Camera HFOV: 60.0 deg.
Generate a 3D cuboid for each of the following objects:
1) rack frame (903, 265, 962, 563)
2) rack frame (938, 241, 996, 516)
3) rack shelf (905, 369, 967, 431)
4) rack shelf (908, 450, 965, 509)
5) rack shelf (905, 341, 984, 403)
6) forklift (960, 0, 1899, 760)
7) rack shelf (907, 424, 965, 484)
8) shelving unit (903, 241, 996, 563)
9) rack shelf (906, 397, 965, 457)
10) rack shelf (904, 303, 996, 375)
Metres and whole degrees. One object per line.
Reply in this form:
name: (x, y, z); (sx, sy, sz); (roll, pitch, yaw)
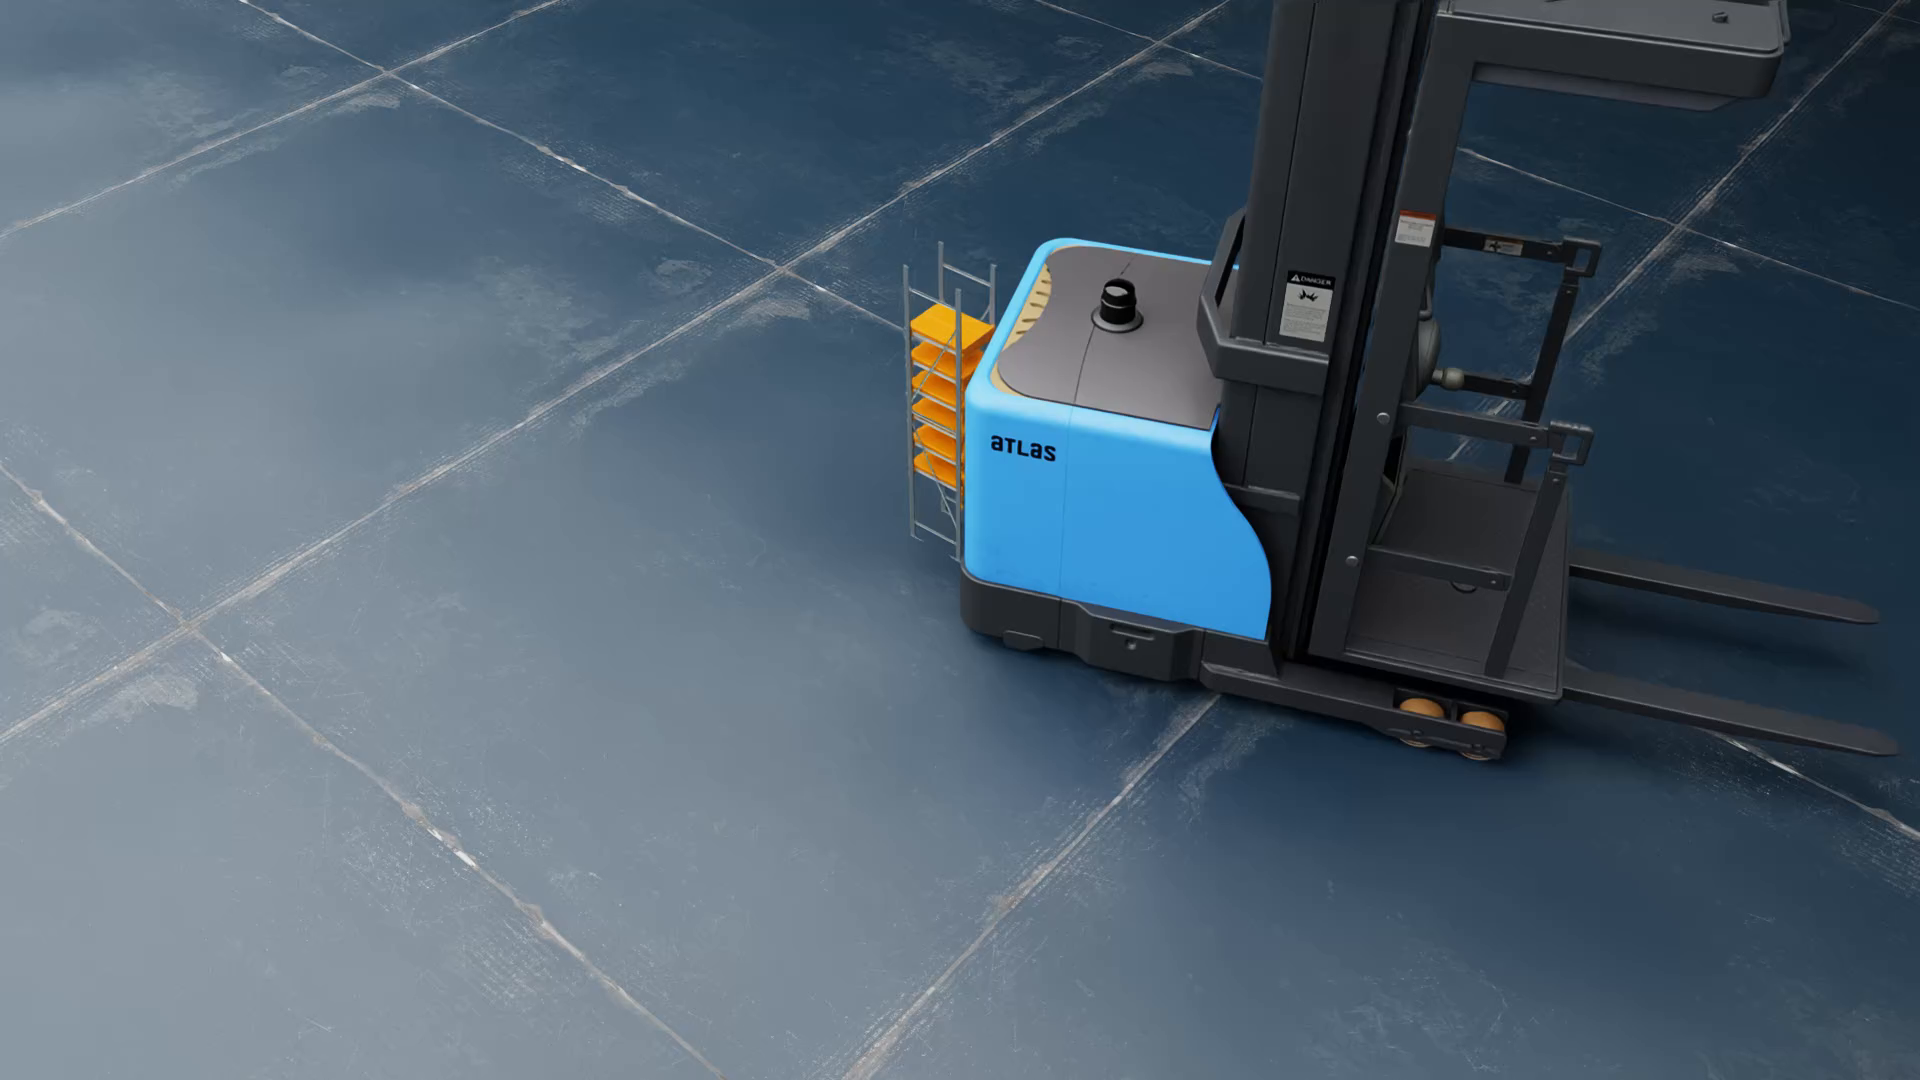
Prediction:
rack frame: (-0.090, -0.409, 5.808); (0.240, 1.200, 0.006); (28, 49, 27)
rack frame: (0.023, -0.505, 5.914); (0.240, 1.200, 0.006); (28, 49, 27)
rack shelf: (-0.034, -0.513, 5.810); (0.258, 0.103, 0.180); (28, 49, 27)
rack shelf: (-0.034, -0.247, 6.052); (0.258, 0.103, 0.180); (28, 49, 27)
rack shelf: (-0.034, -0.602, 5.729); (0.258, 0.103, 0.180); (28, 49, 27)
forklift: (1.577, -0.764, 4.912); (3.031, 2.935, 1.130); (12, 44, 13)
rack shelf: (-0.034, -0.336, 5.972); (0.258, 0.103, 0.180); (28, 49, 27)
shelving unit: (-0.034, -0.457, 5.861); (0.258, 1.200, 0.189); (28, 49, 27)
rack shelf: (-0.034, -0.424, 5.891); (0.258, 0.103, 0.180); (28, 49, 27)
rack shelf: (-0.034, -0.691, 5.649); (0.258, 0.103, 0.180); (28, 49, 27)
